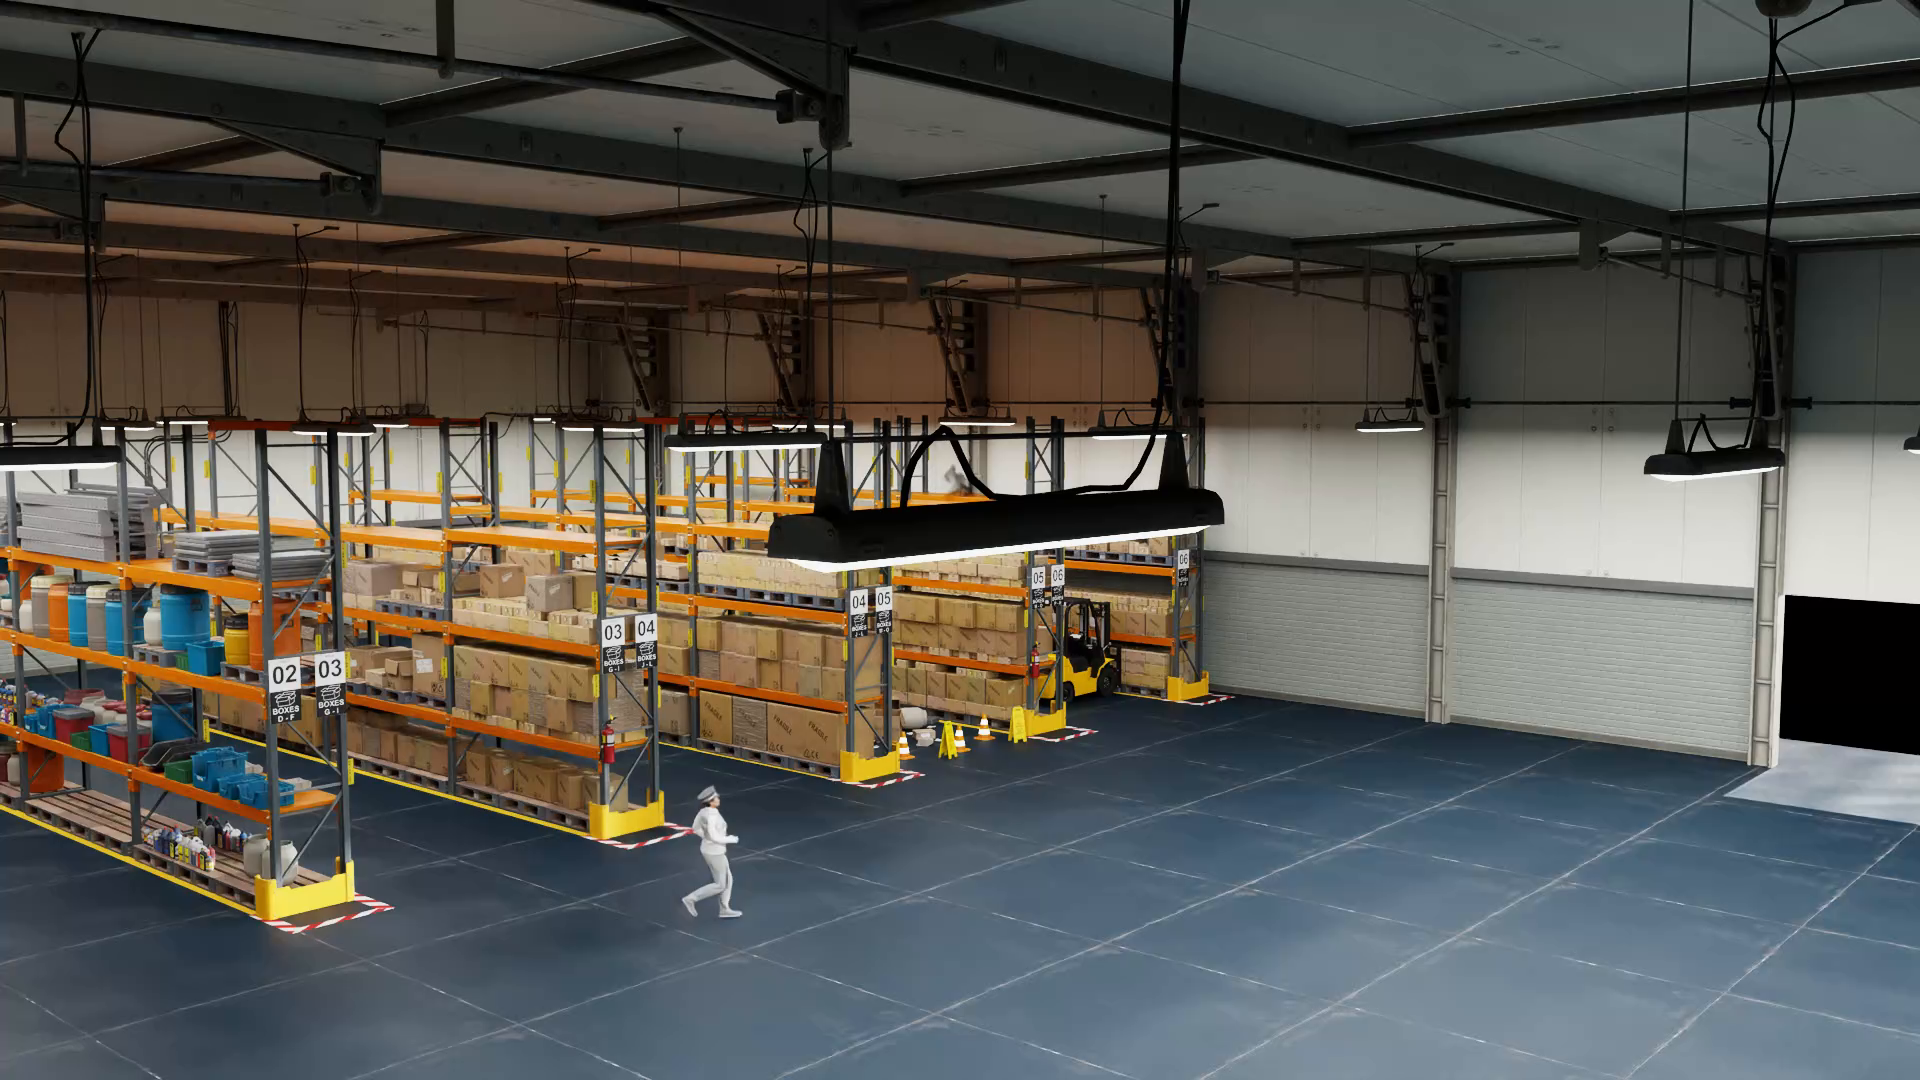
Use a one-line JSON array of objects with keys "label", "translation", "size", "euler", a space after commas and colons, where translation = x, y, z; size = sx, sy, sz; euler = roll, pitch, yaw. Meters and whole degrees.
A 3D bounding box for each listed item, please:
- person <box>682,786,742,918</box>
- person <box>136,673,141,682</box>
[{"label": "person", "translation": [-3.041, 3.814, 20.270], "size": [0.764, 1.660, 0.625], "euler": [-2, 5, -23]}, {"label": "person", "translation": [-17.761, 2.528, 35.787], "size": [0.472, 1.660, 0.666], "euler": [-3, 6, -32]}]
